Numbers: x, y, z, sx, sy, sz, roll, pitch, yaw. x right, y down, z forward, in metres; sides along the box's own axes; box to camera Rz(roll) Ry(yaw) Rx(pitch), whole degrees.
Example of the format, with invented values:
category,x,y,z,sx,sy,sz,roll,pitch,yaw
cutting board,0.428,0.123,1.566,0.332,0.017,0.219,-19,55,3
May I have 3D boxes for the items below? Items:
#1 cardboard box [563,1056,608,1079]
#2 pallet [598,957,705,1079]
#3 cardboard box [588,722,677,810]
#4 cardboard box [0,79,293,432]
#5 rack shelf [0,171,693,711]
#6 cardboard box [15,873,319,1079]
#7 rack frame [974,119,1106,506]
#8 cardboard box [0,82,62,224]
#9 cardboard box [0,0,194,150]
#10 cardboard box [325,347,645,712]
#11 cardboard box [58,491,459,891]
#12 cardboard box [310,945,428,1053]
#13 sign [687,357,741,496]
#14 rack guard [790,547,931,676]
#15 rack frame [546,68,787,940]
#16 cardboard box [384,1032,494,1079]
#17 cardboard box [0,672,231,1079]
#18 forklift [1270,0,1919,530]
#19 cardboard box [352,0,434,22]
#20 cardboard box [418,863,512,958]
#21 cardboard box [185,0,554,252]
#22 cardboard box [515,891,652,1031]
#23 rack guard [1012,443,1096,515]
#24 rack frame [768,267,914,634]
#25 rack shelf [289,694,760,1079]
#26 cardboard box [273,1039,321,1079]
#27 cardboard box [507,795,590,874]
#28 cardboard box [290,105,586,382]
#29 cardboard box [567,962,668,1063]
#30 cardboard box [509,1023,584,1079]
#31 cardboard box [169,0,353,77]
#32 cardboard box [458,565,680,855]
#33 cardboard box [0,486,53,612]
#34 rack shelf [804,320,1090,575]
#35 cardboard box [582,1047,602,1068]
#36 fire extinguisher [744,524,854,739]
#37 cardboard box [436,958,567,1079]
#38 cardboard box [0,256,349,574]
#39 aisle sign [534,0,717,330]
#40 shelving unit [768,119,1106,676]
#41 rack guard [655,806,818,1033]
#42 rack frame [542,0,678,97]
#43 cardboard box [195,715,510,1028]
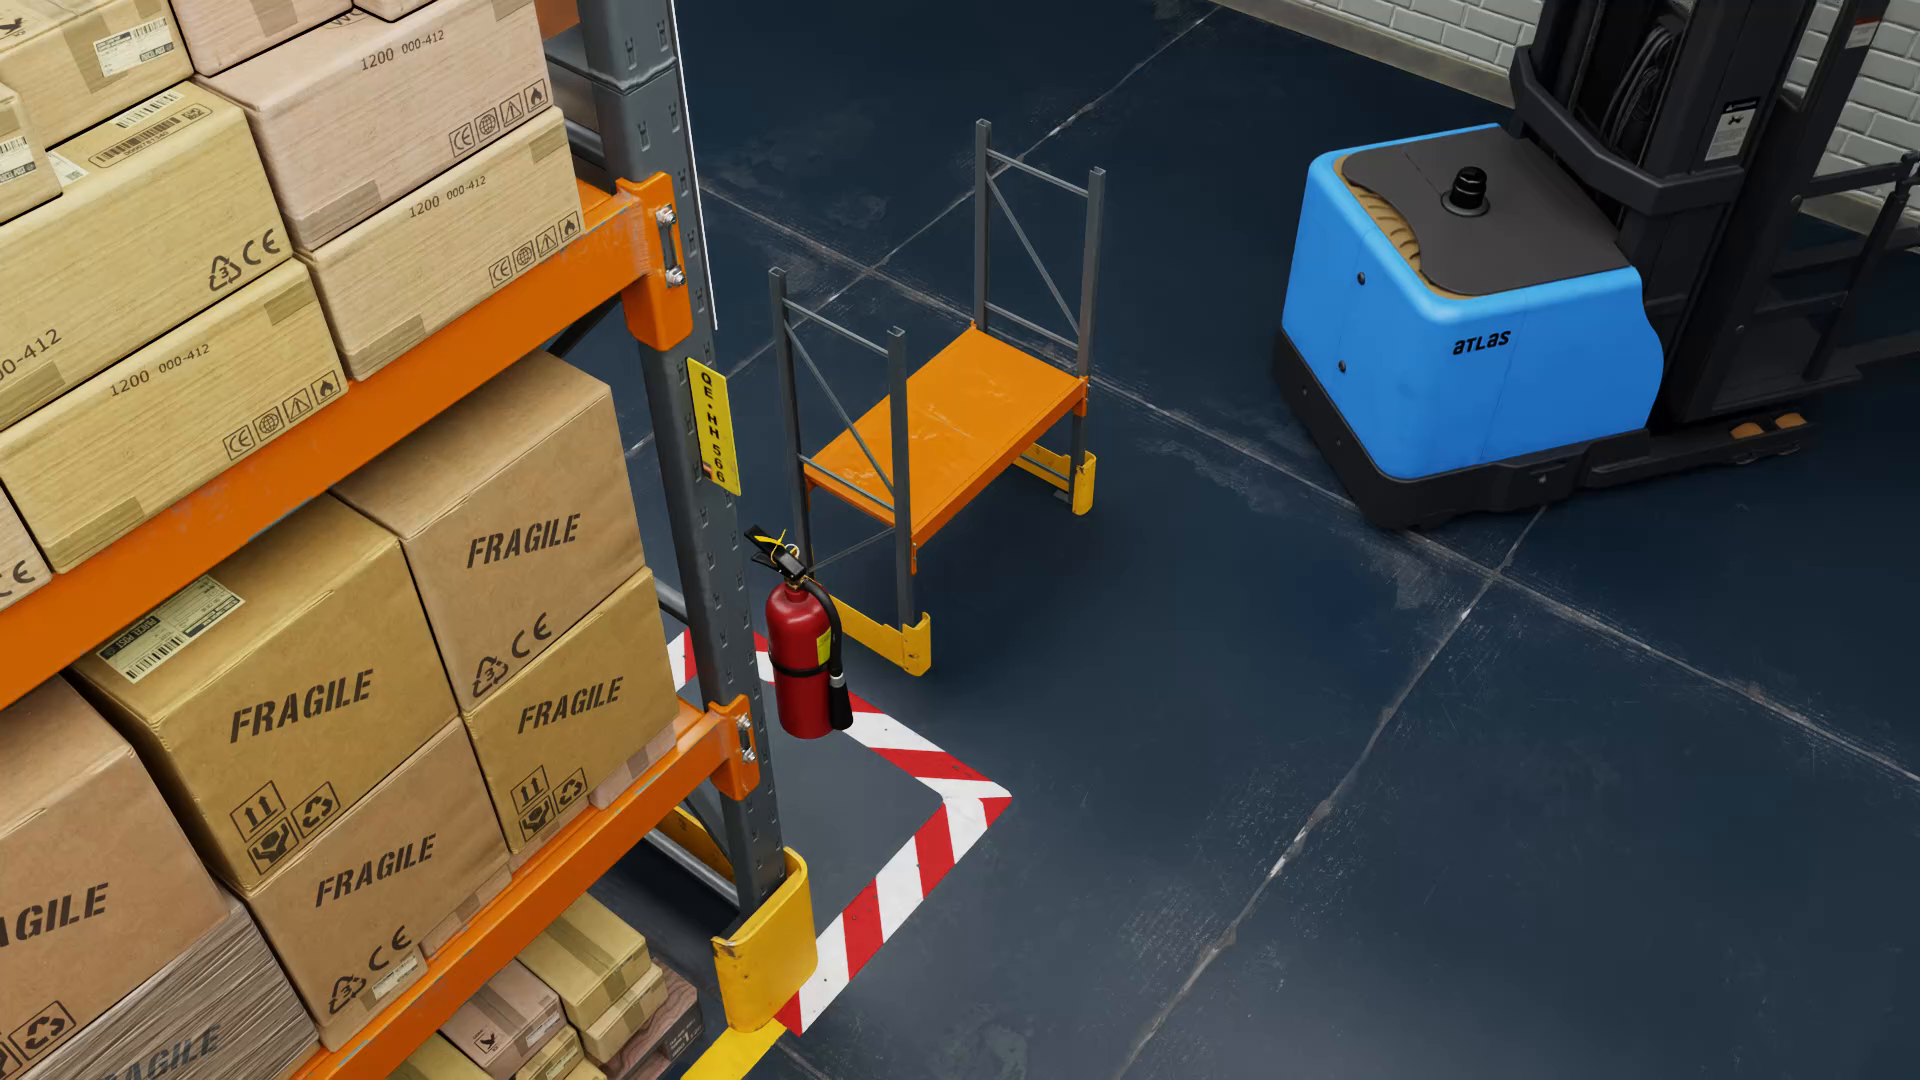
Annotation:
category,x,y,z,sx,sy,sz,roll,pitch,yaw
cardboard box,-1.158,1.452,4.469,0.380,0.149,0.250,31,54,26
pallet,-1.495,1.483,4.687,1.003,0.211,1.213,29,53,25
cardboard box,-0.900,0.425,3.943,0.380,0.149,0.250,29,53,25
cardboard box,-1.316,-0.461,2.299,0.500,0.250,0.500,28,52,24
rack shelf,-2.147,0.384,2.232,1.077,0.370,4.000,29,53,25
cardboard box,-1.617,0.848,3.091,0.500,0.500,0.500,29,53,25
rack frame,0.259,-0.760,5.939,0.500,1.500,0.032,29,53,25
cardboard box,-1.355,-0.503,2.064,0.380,0.149,0.250,30,53,26
cardboard box,-1.280,-0.702,2.254,0.380,0.149,0.250,28,52,24
cardboard box,-1.007,-0.084,3.289,0.500,0.500,0.500,28,52,24
cardboard box,-1.317,0.206,3.012,0.500,0.500,0.500,27,52,24
cardboard box,-1.361,0.858,3.530,0.380,0.149,0.250,31,54,26
sign,-0.497,-0.225,3.371,0.100,0.325,0.005,29,53,25
rack guard,-0.351,0.242,5.846,0.587,0.250,0.087,29,53,25
rack frame,-0.924,0.027,4.150,1.000,3.000,0.127,29,53,25
cardboard box,-1.304,1.399,4.109,0.380,0.149,0.250,28,52,24
cardboard box,-1.628,0.508,2.724,0.500,0.500,0.500,32,54,27
forklift,2.846,-1.665,5.813,3.031,2.935,1.130,-12,48,-11
cardboard box,-0.895,-0.947,2.488,0.380,0.149,0.250,29,53,25
cardboard box,-1.223,0.701,3.679,0.380,0.149,0.250,29,53,25
cardboard box,-1.005,-0.754,2.579,0.500,0.250,0.500,28,52,24
cardboard box,-1.047,1.076,4.417,0.380,0.149,0.250,30,53,25
rack guard,0.258,-0.328,6.390,0.587,0.250,0.087,29,53,25
rack frame,-0.363,-0.178,5.383,0.500,1.500,0.032,29,53,25
rack shelf,-2.147,1.420,3.317,1.077,0.370,4.000,29,53,25
cardboard box,-1.545,0.995,3.398,0.380,0.149,0.250,27,52,23
cardboard box,-1.082,0.551,3.823,0.380,0.149,0.250,29,53,25
cardboard box,-0.993,-0.580,2.759,0.500,0.250,0.500,28,52,24
cardboard box,-1.021,1.192,4.512,0.380,0.149,0.250,28,52,24
cardboard box,-1.224,1.318,4.392,0.380,0.149,0.250,28,52,24
cardboard box,-1.106,-0.840,2.386,0.380,0.149,0.250,30,53,25
cardboard box,-0.995,0.261,3.652,0.500,0.500,0.500,30,53,26
cardboard box,-1.613,-0.007,2.211,0.500,0.250,0.500,31,54,26
rack shelf,-0.052,-0.345,5.791,0.538,0.185,1.000,29,53,25
cardboard box,-1.081,1.260,4.653,0.380,0.149,0.250,30,53,26
fire extinguisher,-0.405,0.243,4.255,0.296,0.674,0.183,29,53,25
cardboard box,-1.246,1.195,4.304,0.380,0.149,0.250,30,53,26
cardboard box,-1.299,-0.285,2.477,0.500,0.250,0.500,29,53,25
aisle sign,-0.642,-0.780,3.123,0.394,0.787,0.004,29,53,25
shelving unit,-0.047,-0.474,5.666,0.587,1.500,1.083,29,53,25
rack guard,-0.971,0.934,5.012,1.175,0.500,0.348,29,53,25
rack frame,-0.924,-2.045,1.980,1.000,3.000,0.127,29,53,25
cardboard box,-1.314,0.553,3.372,0.500,0.500,0.500,28,53,24
